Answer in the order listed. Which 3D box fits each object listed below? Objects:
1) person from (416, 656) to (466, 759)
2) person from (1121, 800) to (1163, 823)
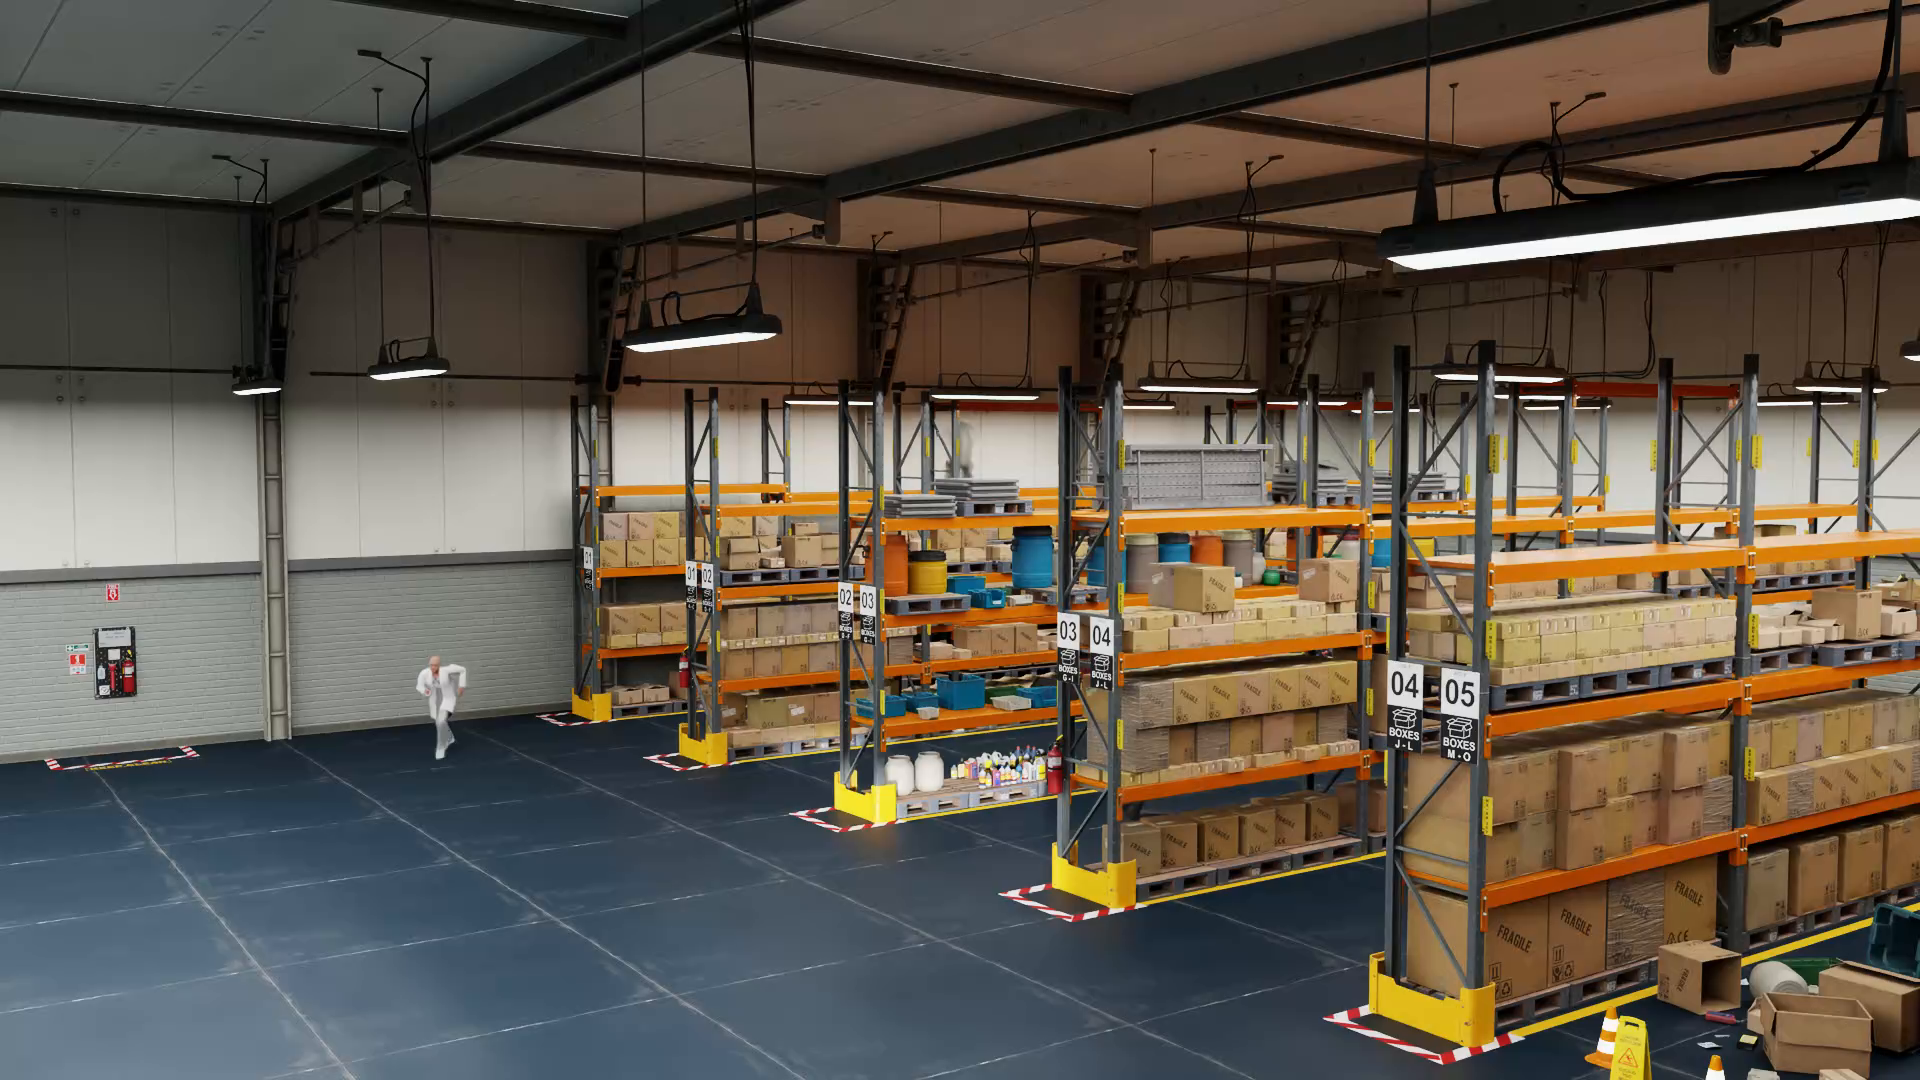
[{"bbox_3d":[-8.461,2.720,27.235,0.752,1.729,1.072,0,3,-1],"label":"person"},{"bbox_3d":[2.222,3.162,21.140,0.862,1.499,0.584,-2,4,-30],"label":"person"}]
